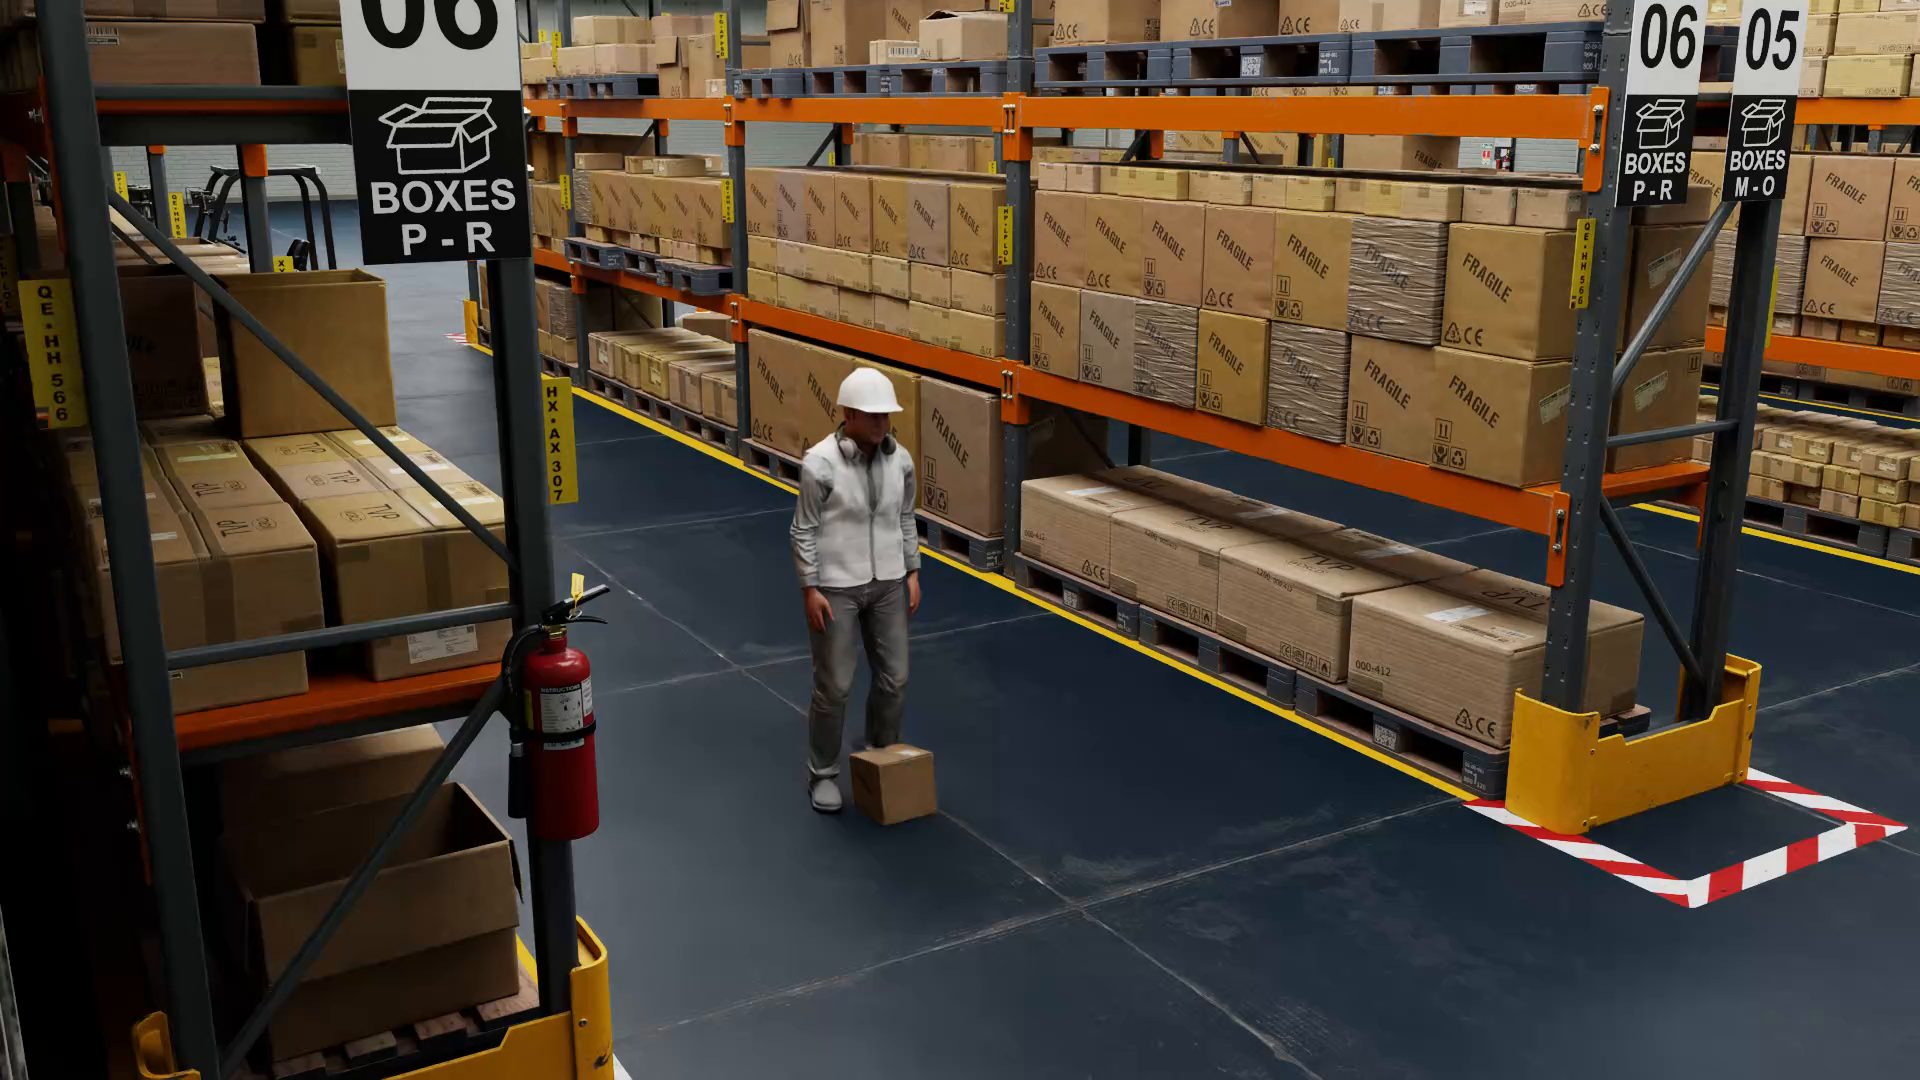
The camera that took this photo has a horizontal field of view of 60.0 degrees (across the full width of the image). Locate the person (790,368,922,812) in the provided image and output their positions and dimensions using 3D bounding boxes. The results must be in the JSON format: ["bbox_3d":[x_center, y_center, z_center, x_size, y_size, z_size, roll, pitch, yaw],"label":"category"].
[{"bbox_3d":[-0.407,0.179,6.732,0.570,1.772,0.456,-9,17,-32],"label":"person"}]
